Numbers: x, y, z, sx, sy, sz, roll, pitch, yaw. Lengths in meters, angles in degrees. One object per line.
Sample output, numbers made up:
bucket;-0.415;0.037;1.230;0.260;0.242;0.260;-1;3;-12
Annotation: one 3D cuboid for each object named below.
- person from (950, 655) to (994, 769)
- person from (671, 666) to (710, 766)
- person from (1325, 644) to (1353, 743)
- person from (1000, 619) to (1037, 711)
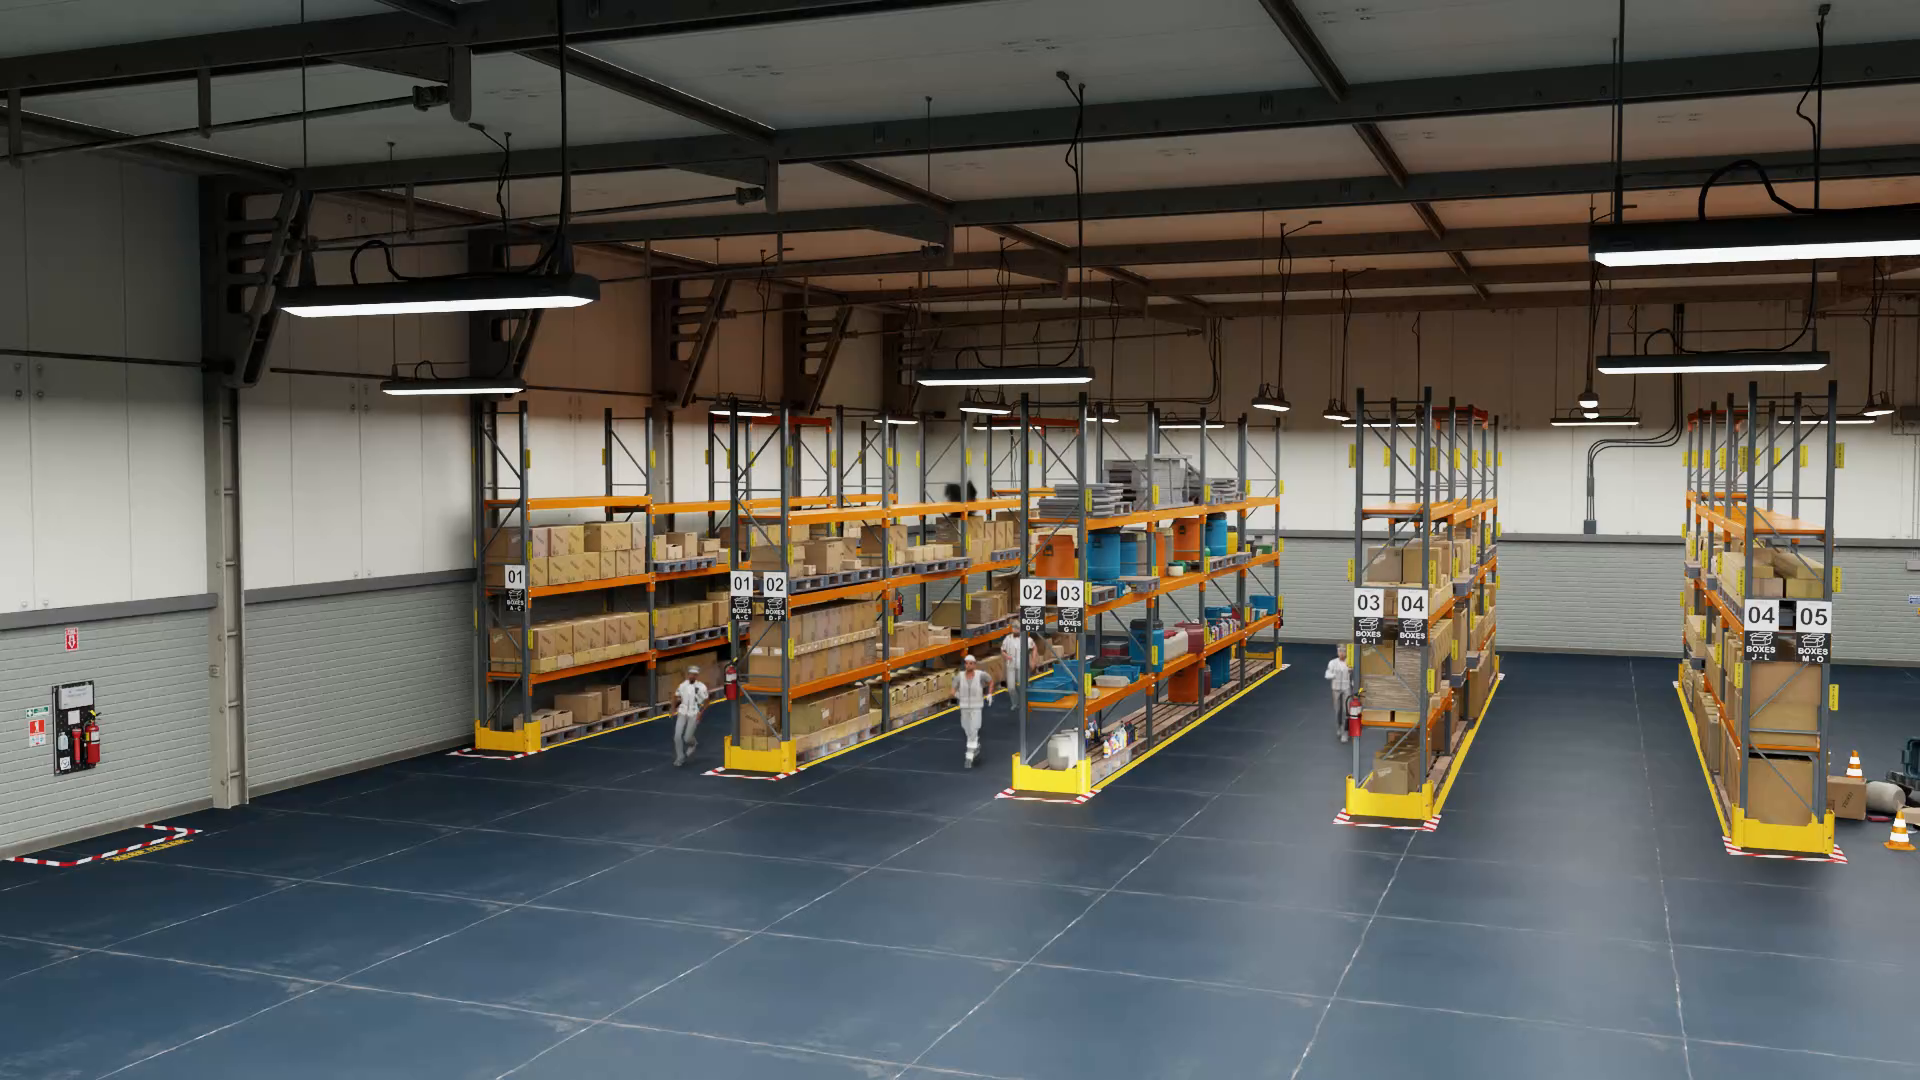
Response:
person;0.191;2.796;27.267;0.690;1.847;0.913;1;3;13
person;-4.428;2.876;27.297;0.621;1.651;0.490;0;3;9
person;6.808;2.705;29.631;0.596;1.740;0.720;1;3;19
person;1.082;2.368;31.222;0.674;1.748;0.581;0;3;9
